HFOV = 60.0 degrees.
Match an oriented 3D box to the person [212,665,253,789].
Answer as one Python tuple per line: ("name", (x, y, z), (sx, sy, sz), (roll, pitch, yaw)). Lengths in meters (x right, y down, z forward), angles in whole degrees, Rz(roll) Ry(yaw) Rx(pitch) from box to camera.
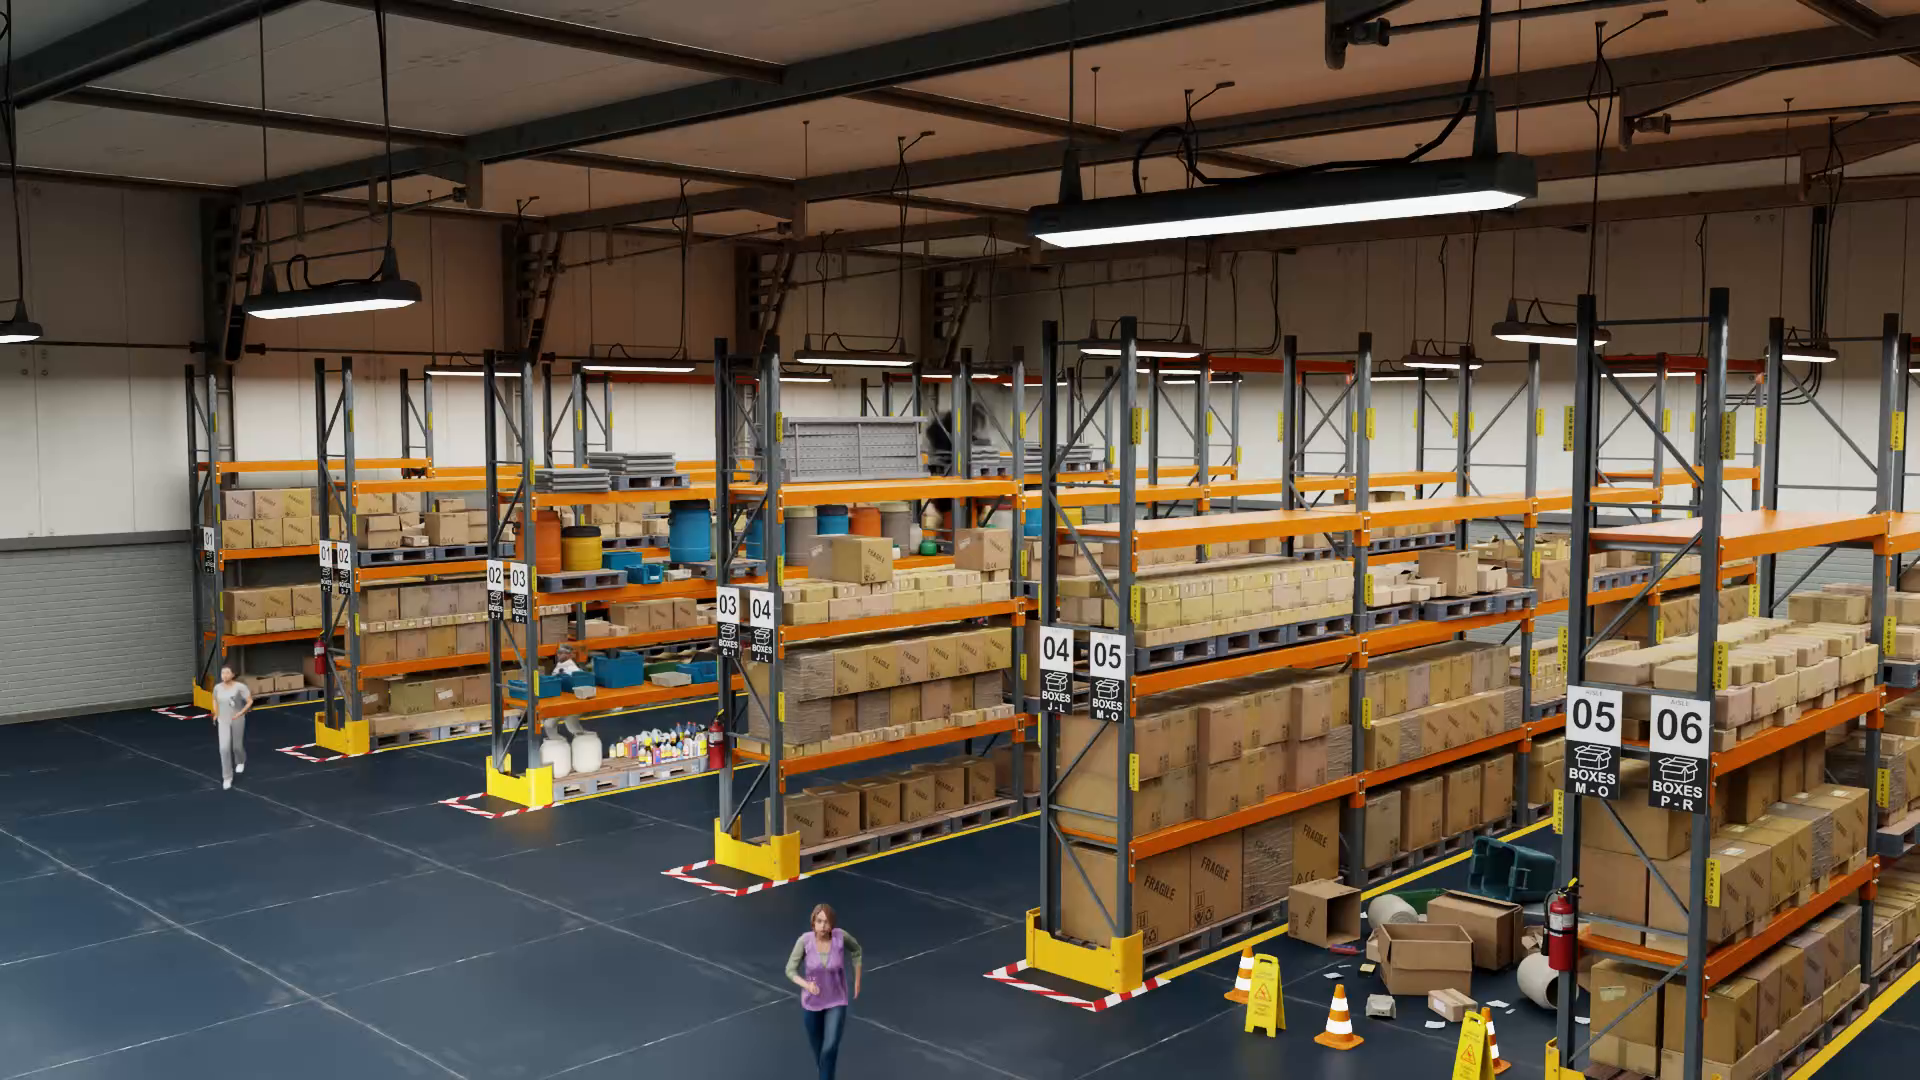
("person", (-10.140, 2.561, 23.215), (0.565, 1.696, 0.833), (-1, 4, -10))

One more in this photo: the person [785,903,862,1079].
("person", (-1.000, 3.432, 12.247), (0.563, 1.610, 0.911), (0, 4, -3))

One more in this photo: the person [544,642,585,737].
("person", (-5.795, 2.418, 24.473), (0.635, 1.854, 0.800), (4, 6, 43))
